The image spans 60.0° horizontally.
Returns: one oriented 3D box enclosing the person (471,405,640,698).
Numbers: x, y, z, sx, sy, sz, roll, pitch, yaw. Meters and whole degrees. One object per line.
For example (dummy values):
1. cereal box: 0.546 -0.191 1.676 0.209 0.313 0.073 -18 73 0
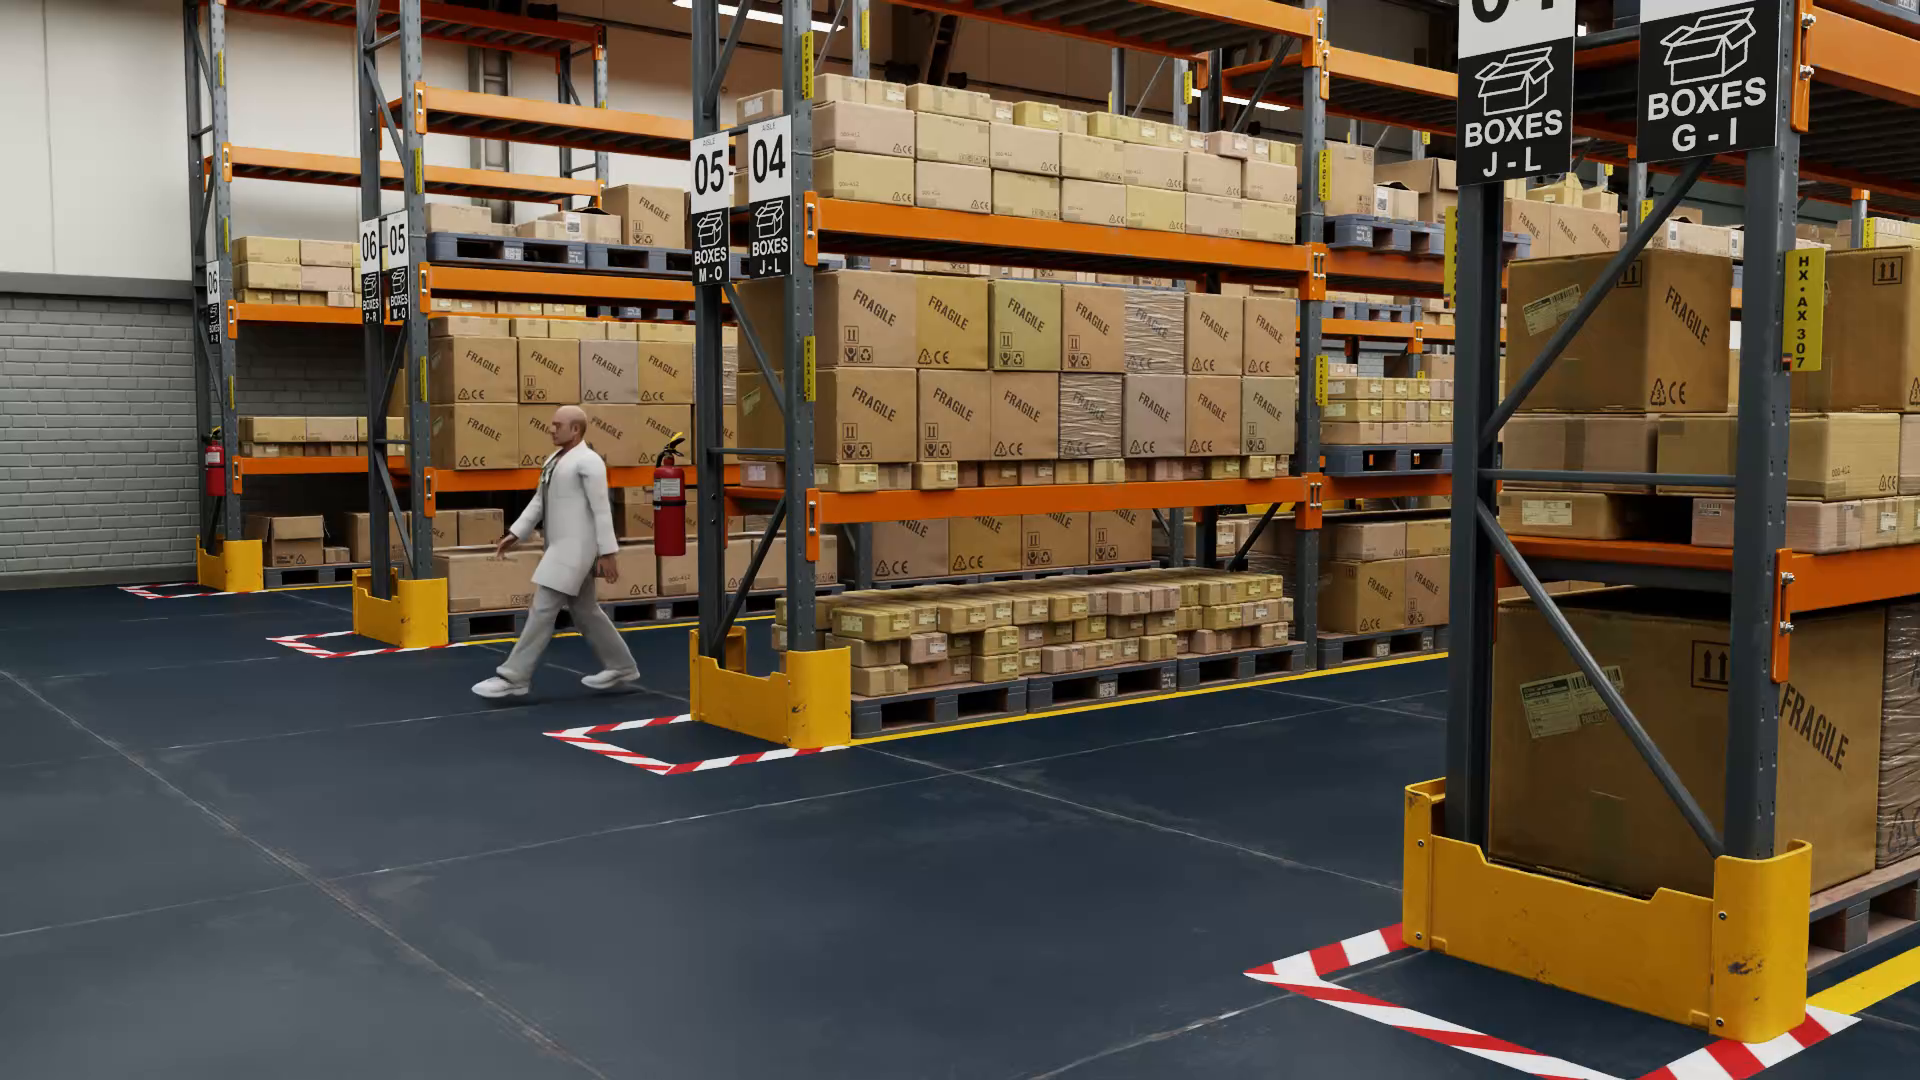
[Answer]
1. person: -2.412 0.058 9.938 1.052 1.724 0.650 -2 5 -30
